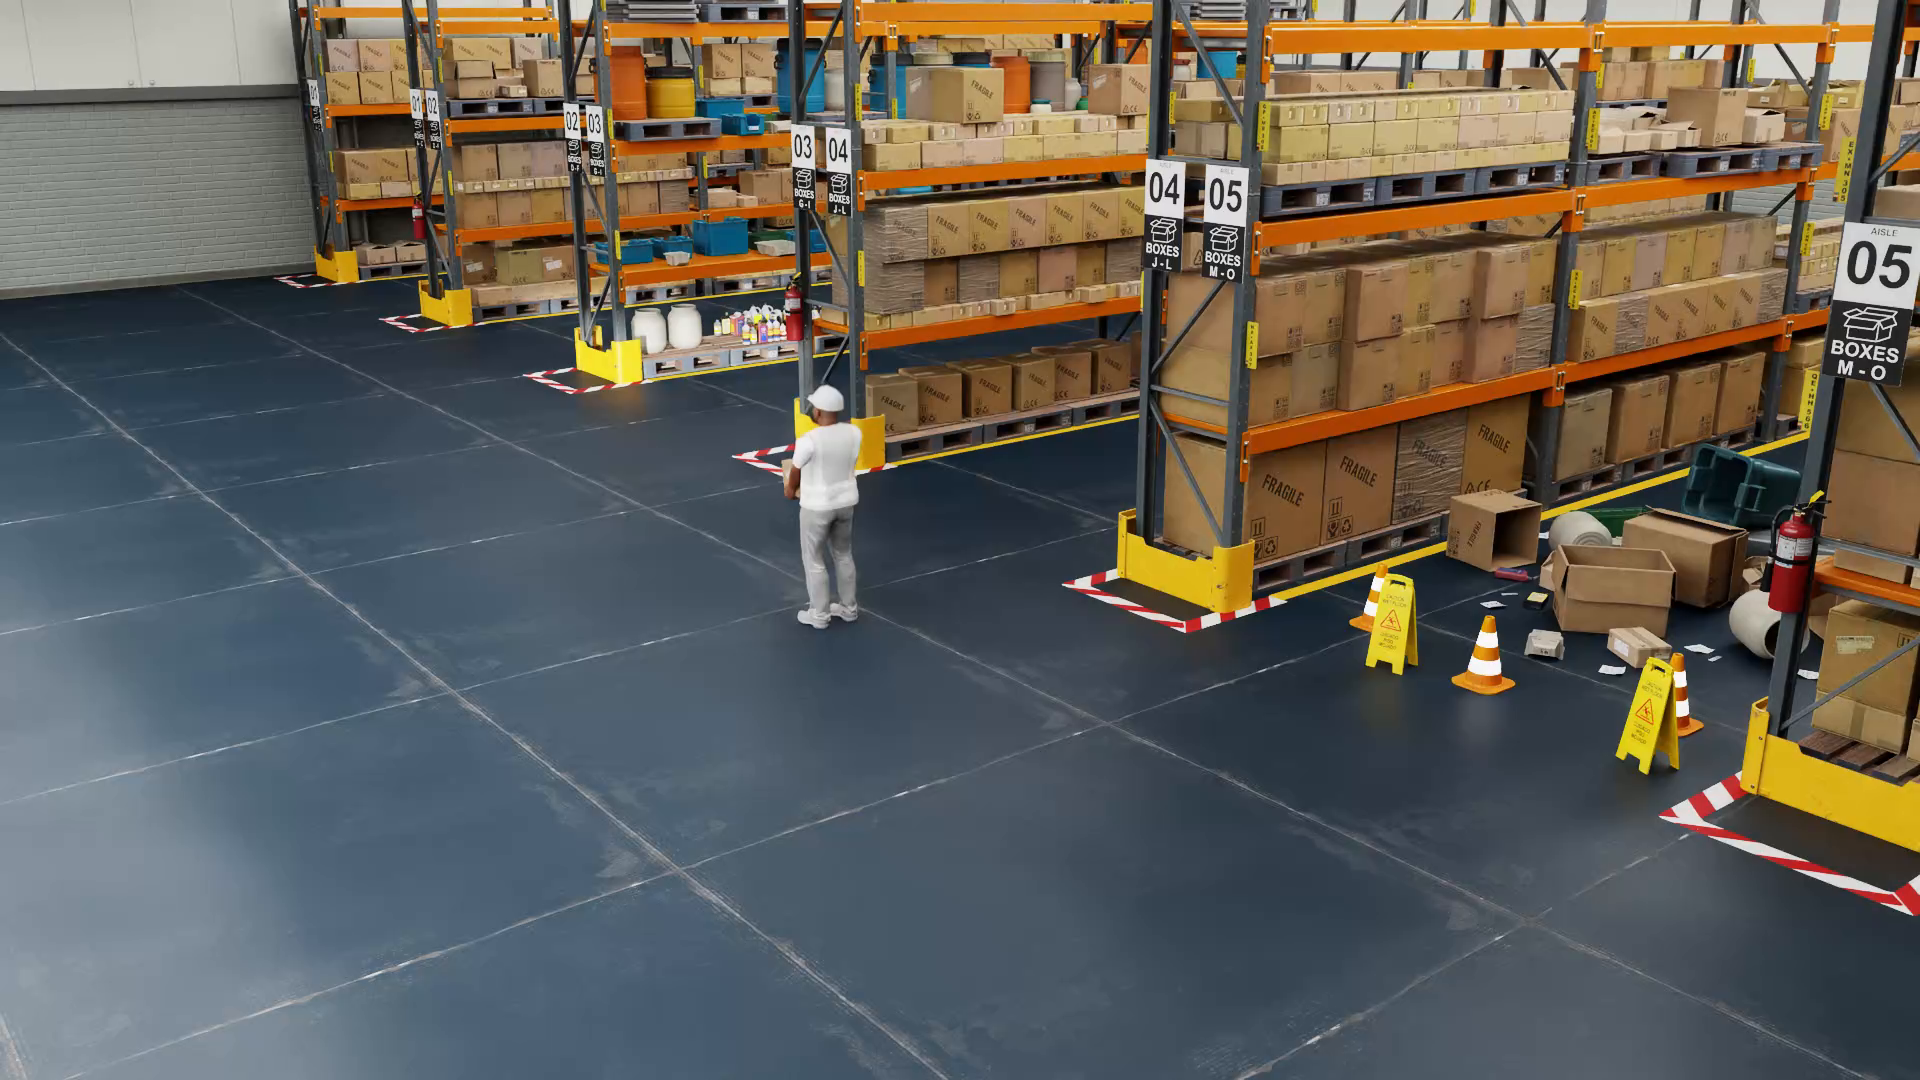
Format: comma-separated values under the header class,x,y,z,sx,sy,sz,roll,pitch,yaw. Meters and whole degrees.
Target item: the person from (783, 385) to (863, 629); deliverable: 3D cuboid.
class,x,y,z,sx,sy,sz,roll,pitch,yaw
person,-1.001,-0.265,11.857,0.503,1.760,0.577,-13,22,-35
